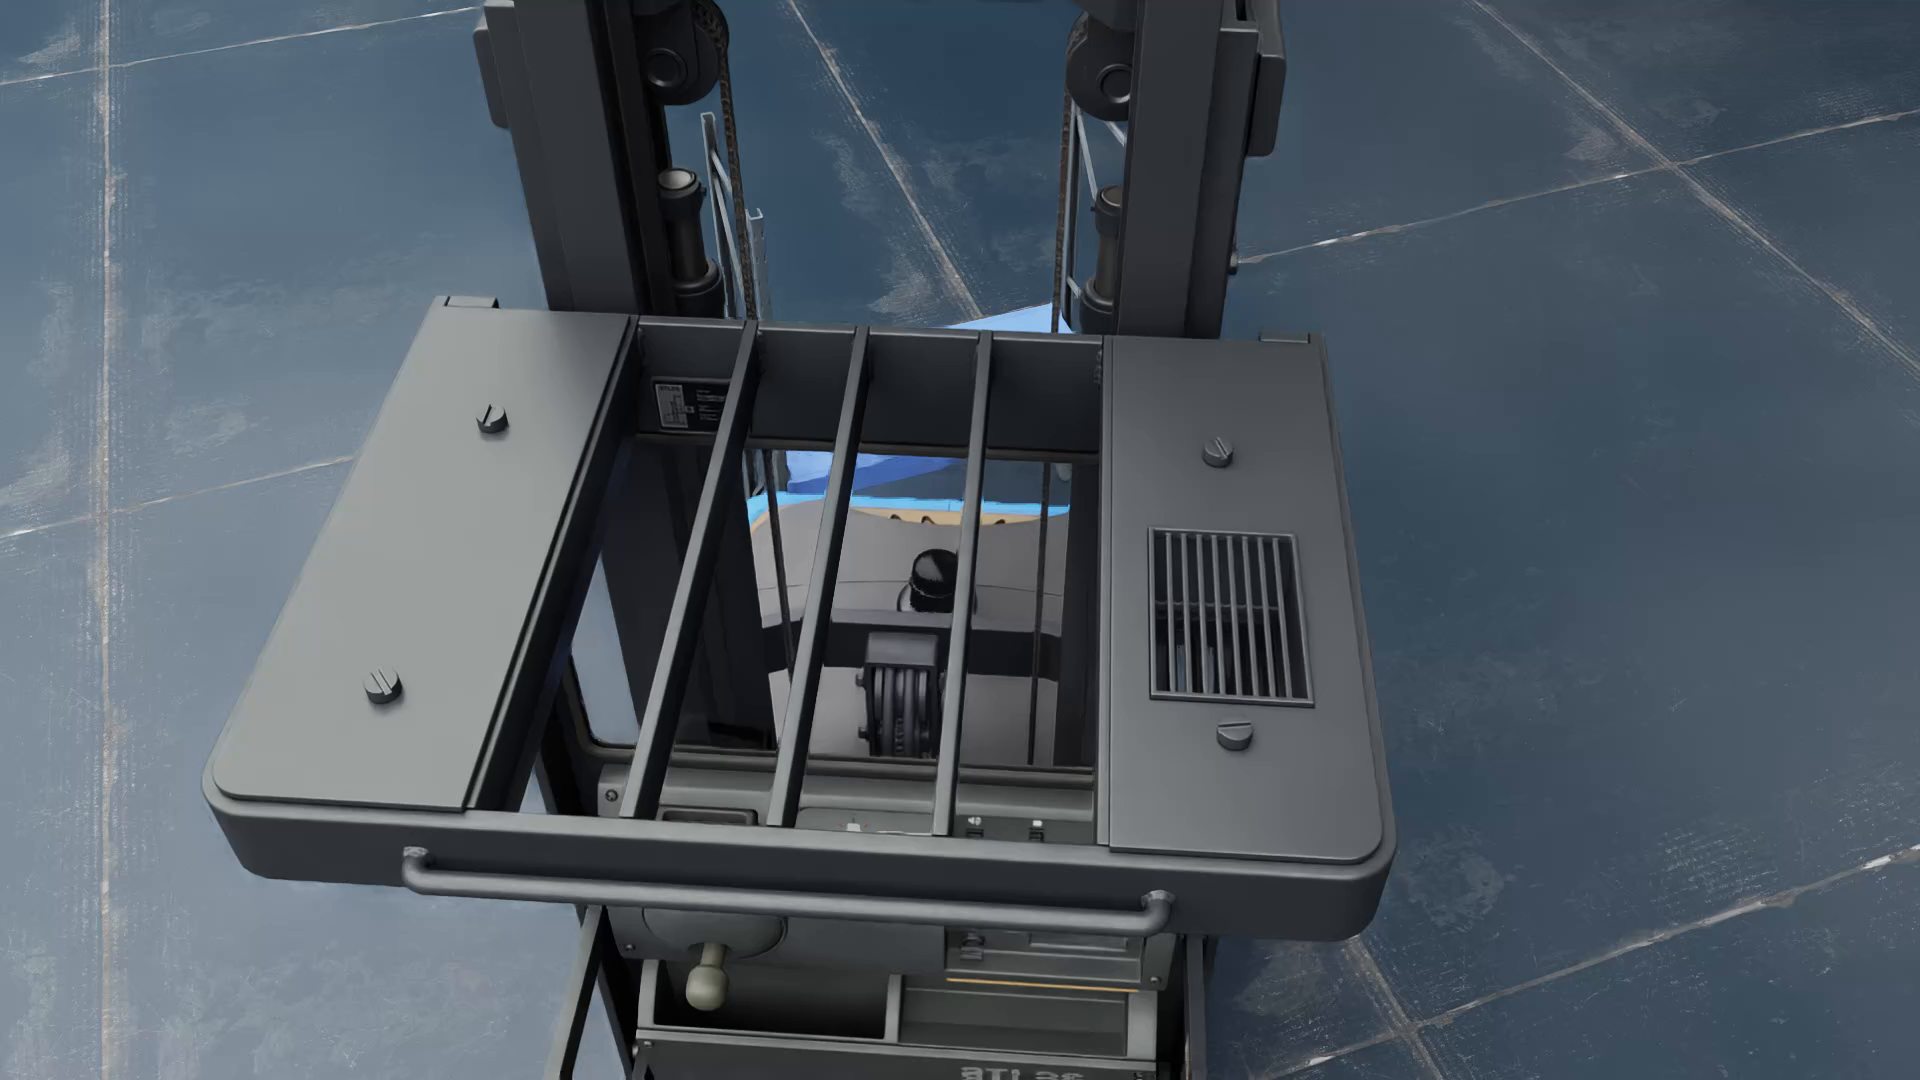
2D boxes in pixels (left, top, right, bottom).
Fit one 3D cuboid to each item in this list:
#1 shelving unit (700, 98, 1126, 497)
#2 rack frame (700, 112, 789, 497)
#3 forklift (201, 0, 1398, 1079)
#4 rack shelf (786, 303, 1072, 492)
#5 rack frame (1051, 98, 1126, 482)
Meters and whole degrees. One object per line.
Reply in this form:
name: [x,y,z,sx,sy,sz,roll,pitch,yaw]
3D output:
shelving unit: [-0.080,-0.509,4.698,1.048,1.500,0.538,-14,47,-14]
rack frame: [-0.558,-0.387,4.576,0.032,1.500,0.500,-14,47,-14]
forklift: [-0.125,0.667,2.516,1.130,2.935,3.031,3,45,3]
rack shelf: [-0.080,-0.382,4.826,1.000,0.185,0.538,-14,47,-14]
rack frame: [0.398,-0.631,4.820,0.032,1.500,0.500,-14,47,-14]
